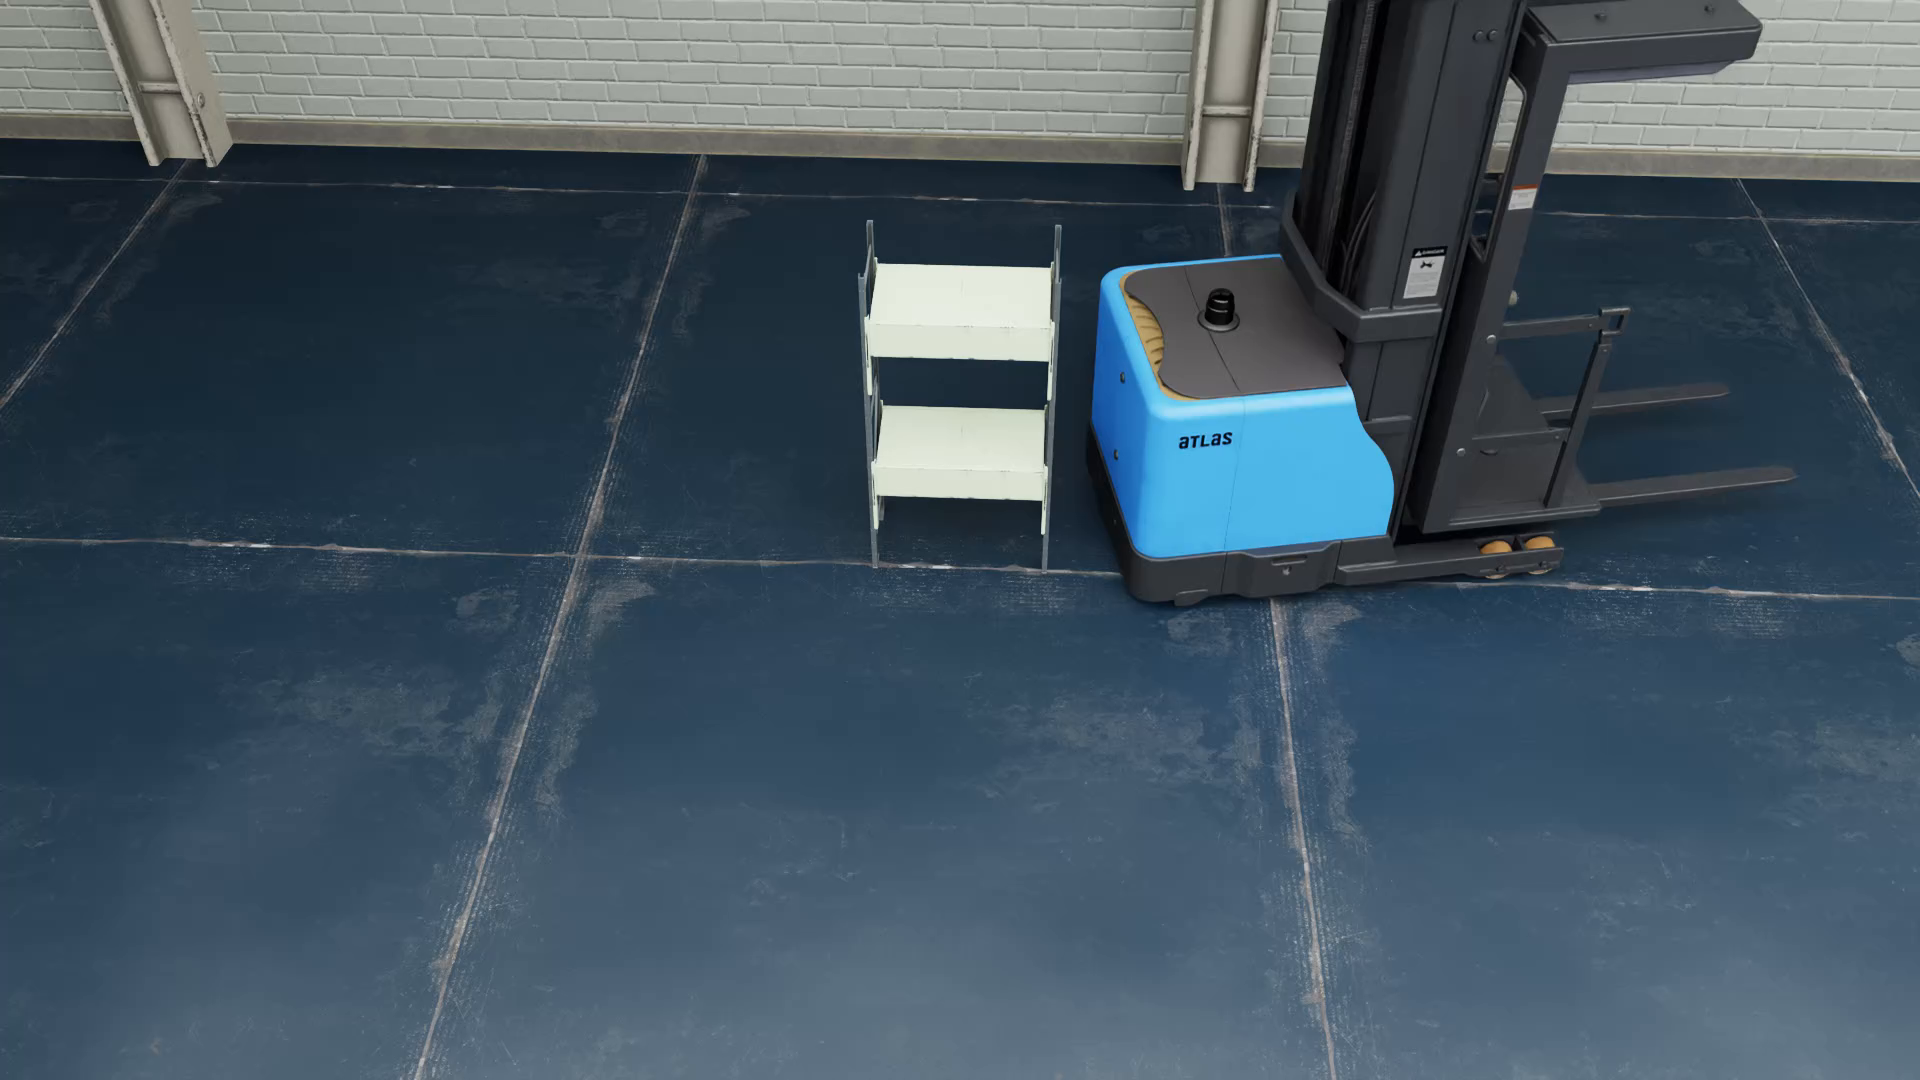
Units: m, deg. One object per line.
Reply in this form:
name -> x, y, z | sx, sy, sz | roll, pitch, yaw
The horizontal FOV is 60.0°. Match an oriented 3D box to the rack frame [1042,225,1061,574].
rack frame -> 0.372, -0.537, 6.812 | 0.023, 1.500, 0.400 | 2, 43, 2

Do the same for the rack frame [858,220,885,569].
rack frame -> -0.359, -0.560, 6.836 | 0.023, 1.500, 0.400 | 2, 43, 2

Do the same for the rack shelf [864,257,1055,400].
rack shelf -> 0.007, -0.834, 6.558 | 0.720, 0.370, 0.431 | 2, 43, 2

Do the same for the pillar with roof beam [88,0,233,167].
pillar with roof beam -> -4.709, -2.640, 3.567 | 0.400, 9.000, 9.100 | 2, 43, 2

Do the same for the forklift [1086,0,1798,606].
forklift -> 2.139, -1.258, 6.535 | 3.031, 2.935, 1.130 | -6, 43, -6

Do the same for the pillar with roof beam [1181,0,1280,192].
pillar with roof beam -> 1.285, -2.456, 3.369 | 0.400, 9.000, 9.100 | 2, 43, 2

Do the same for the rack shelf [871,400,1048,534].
rack shelf -> 0.007, -0.310, 7.046 | 0.720, 0.370, 0.431 | 2, 43, 2

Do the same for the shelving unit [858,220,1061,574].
shelving unit -> 0.007, -0.549, 6.824 | 0.755, 1.500, 0.431 | 2, 43, 2
